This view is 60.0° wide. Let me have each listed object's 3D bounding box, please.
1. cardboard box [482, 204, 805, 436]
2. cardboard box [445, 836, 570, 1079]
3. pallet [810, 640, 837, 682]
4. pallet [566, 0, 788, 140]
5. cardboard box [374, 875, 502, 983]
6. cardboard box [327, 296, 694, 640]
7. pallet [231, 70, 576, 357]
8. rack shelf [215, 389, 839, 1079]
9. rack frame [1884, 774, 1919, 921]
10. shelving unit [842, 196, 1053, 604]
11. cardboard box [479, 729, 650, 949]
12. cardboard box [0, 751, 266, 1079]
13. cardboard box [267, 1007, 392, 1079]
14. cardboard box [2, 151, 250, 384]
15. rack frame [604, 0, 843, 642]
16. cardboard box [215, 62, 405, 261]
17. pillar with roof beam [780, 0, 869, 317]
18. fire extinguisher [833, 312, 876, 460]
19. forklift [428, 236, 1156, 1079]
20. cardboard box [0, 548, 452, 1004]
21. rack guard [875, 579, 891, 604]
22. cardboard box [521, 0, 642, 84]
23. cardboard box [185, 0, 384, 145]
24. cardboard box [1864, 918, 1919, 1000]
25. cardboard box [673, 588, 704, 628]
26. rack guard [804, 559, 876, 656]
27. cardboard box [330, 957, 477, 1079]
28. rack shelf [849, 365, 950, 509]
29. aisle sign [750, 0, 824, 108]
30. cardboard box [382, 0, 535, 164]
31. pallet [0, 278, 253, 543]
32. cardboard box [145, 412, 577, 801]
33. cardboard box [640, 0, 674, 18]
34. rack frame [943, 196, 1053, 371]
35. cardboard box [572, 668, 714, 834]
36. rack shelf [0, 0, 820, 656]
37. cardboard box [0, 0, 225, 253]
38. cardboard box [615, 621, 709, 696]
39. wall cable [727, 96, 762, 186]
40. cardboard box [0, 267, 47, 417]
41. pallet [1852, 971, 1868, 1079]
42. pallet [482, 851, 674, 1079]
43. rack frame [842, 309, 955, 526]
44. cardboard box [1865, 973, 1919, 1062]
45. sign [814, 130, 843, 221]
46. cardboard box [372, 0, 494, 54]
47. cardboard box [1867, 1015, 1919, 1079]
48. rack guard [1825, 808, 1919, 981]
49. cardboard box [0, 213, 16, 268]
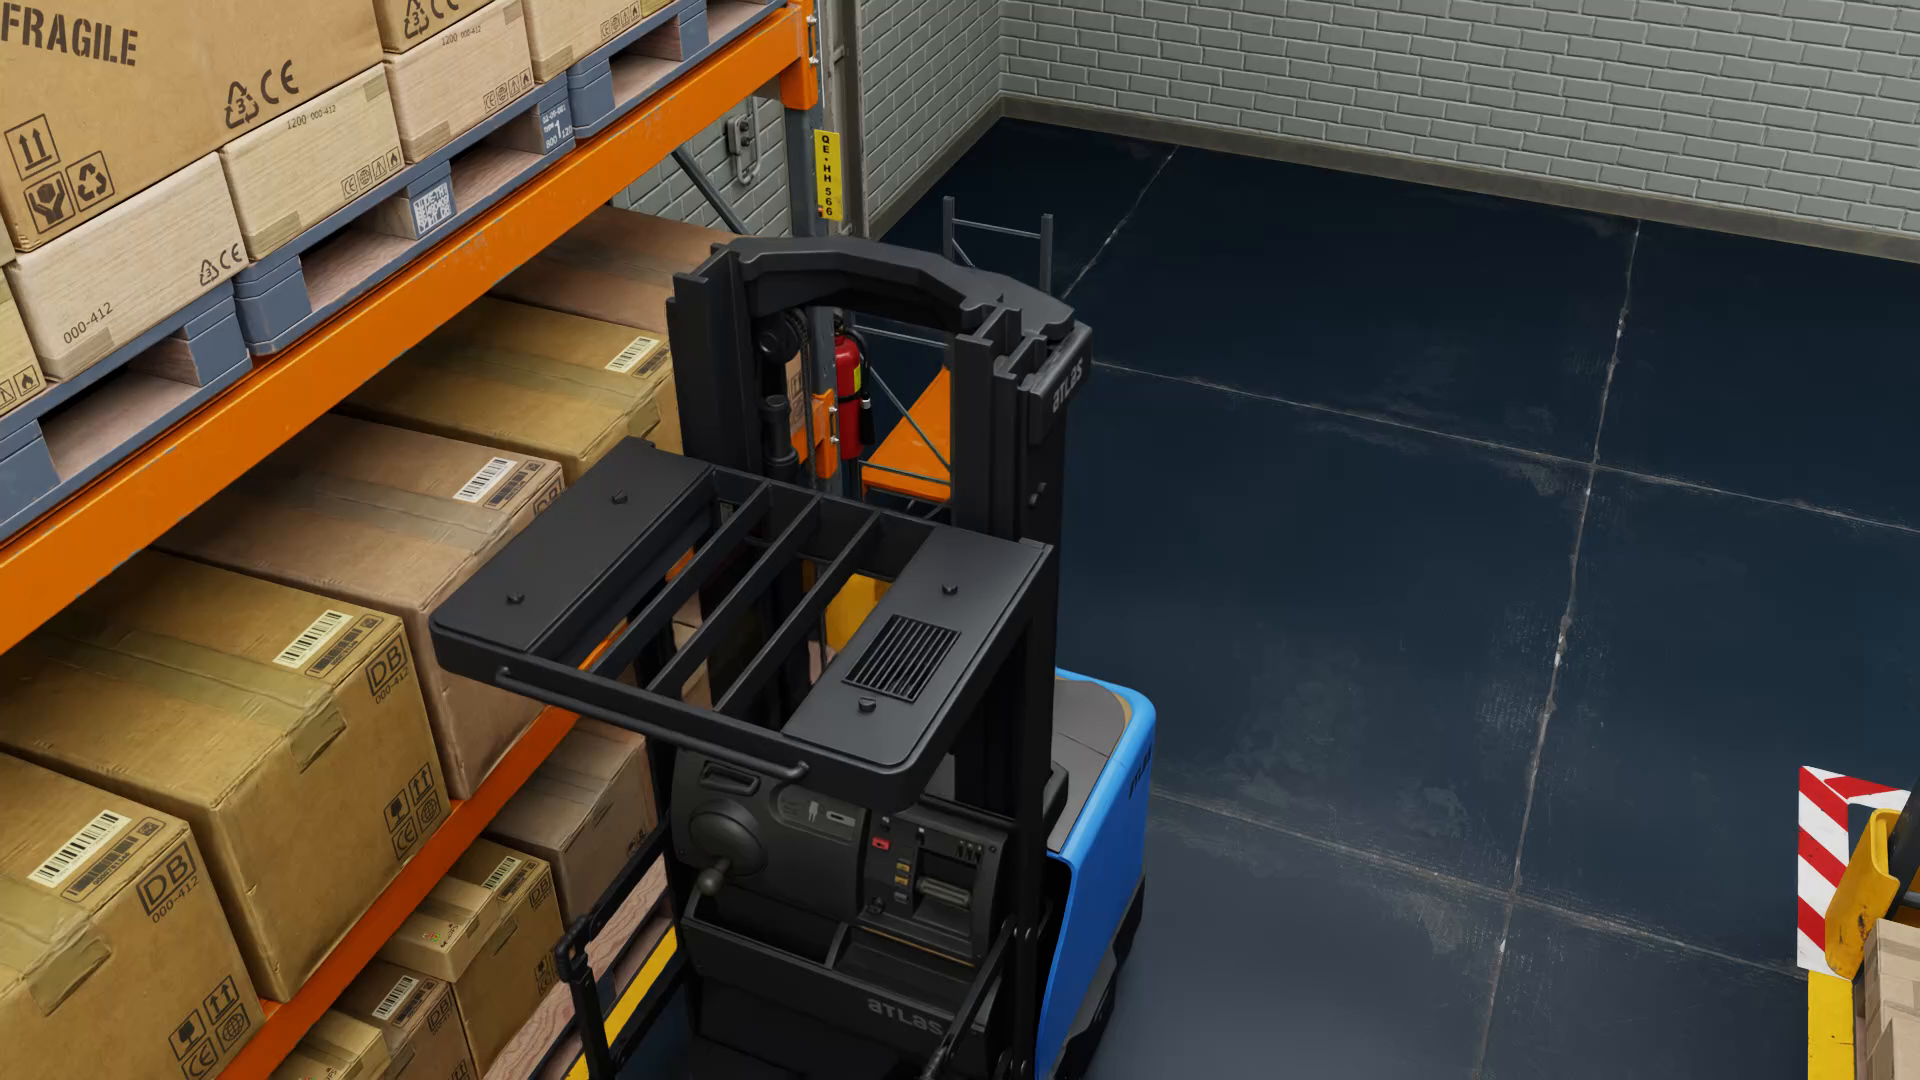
[{"bbox_3d":[-1.140,-0.671,5.892,0.980,0.700,0.700,16,40,20],"label":"cardboard box"},{"bbox_3d":[-1.706,1.260,5.295,0.700,0.500,0.500,15,39,19],"label":"cardboard box"},{"bbox_3d":[-1.187,0.742,6.581,1.003,0.211,1.213,14,39,18],"label":"pallet"},{"bbox_3d":[-1.227,-1.588,4.938,1.003,0.211,1.213,14,39,18],"label":"pallet"},{"bbox_3d":[-1.600,1.125,4.935,0.380,0.149,0.250,13,39,16],"label":"cardboard box"},{"bbox_3d":[-1.406,-0.266,5.349,0.980,0.700,0.700,14,39,17],"label":"cardboard box"},{"bbox_3d":[-1.690,-0.910,4.031,1.003,0.211,1.213,14,39,18],"label":"pallet"},{"bbox_3d":[-1.716,0.560,5.096,1.077,0.370,4.000,14,39,18],"label":"rack shelf"},{"bbox_3d":[3.628,0.291,4.855,1.000,3.000,0.127,14,39,18],"label":"rack frame"},{"bbox_3d":[-0.029,-0.559,7.245,0.587,1.500,1.083,14,39,18],"label":"shelving unit"},{"bbox_3d":[-1.510,0.964,5.693,0.700,0.500,0.500,13,39,16],"label":"cardboard box"},{"bbox_3d":[-2.255,0.962,3.706,0.980,0.700,0.700,14,39,18],"label":"cardboard box"},{"bbox_3d":[-1.798,1.414,4.549,0.380,0.149,0.250,15,39,19],"label":"cardboard box"},{"bbox_3d":[-1.763,-0.572,3.195,0.500,0.250,0.500,13,39,17],"label":"cardboard box"},{"bbox_3d":[-0.955,-0.835,6.362,1.000,3.000,0.127,14,39,18],"label":"rack frame"},{"bbox_3d":[-1.575,-0.858,3.577,0.500,0.250,0.500,13,39,17],"label":"cardboard box"},{"bbox_3d":[3.254,-3.950,5.518,9.100,9.000,0.400,14,39,18],"label":"pillar with roof beam"},{"bbox_3d":[-0.471,-0.634,6.468,0.296,0.674,0.183,14,39,18],"label":"fire extinguisher"},{"bbox_3d":[-0.415,0.871,4.136,1.130,2.935,3.031,15,39,19],"label":"forklift"},{"bbox_3d":[-1.972,0.559,4.245,0.980,0.700,0.700,13,39,17],"label":"cardboard box"},{"bbox_3d":[-0.218,0.218,7.250,0.587,0.250,0.087,14,39,18],"label":"rack guard"},{"bbox_3d":[-1.185,-1.431,4.344,0.500,0.250,0.500,12,39,16],"label":"cardboard box"},{"bbox_3d":[-1.573,-1.162,3.359,0.500,0.500,0.500,14,39,18],"label":"cardboard box"},{"bbox_3d":[3.151,1.410,5.372,0.380,0.149,0.250,14,39,18],"label":"cardboard box"},{"bbox_3d":[-1.009,0.261,6.091,0.380,0.149,0.250,13,39,17],"label":"cardboard box"},{"bbox_3d":[-0.946,0.152,7.128,1.175,0.500,0.348,14,39,18],"label":"rack guard"},{"bbox_3d":[-1.903,1.544,4.916,0.700,0.500,0.500,13,39,17],"label":"cardboard box"},{"bbox_3d":[-0.032,-0.409,7.345,0.538,0.185,1.000,14,39,18],"label":"rack shelf"},{"bbox_3d":[-0.650,-1.848,5.546,0.394,0.787,0.004,14,39,18],"label":"aisle sign"},{"bbox_3d":[-1.378,-1.142,3.957,0.500,0.250,0.500,13,39,16],"label":"cardboard box"},{"bbox_3d":[-2.156,-0.237,3.131,1.003,0.211,1.213,14,39,18],"label":"pallet"},{"bbox_3d":[-1.705,0.154,4.787,0.980,0.700,0.700,12,38,16],"label":"cardboard box"},{"bbox_3d":[-0.988,-1.719,4.730,0.500,0.250,0.500,15,39,19],"label":"cardboard box"},{"bbox_3d":[0.161,-0.835,7.614,0.500,1.500,0.032,14,39,18],"label":"rack frame"},{"bbox_3d":[-1.319,0.685,6.065,0.700,0.500,0.500,14,39,18],"label":"cardboard box"},{"bbox_3d":[-1.716,-0.641,4.198,1.077,0.370,4.000,14,39,18],"label":"rack shelf"},{"bbox_3d":[-1.756,-0.888,2.991,0.500,0.500,0.500,13,39,17],"label":"cardboard box"},{"bbox_3d":[-1.106,0.402,5.902,0.380,0.149,0.250,15,39,19],"label":"cardboard box"},{"bbox_3d":[-1.342,-2.167,7.295,0.084,1.984,1.851,14,39,18],"label":"wall cable"},{"bbox_3d":[-1.970,-0.293,2.822,0.500,0.250,0.500,14,39,18],"label":"cardboard box"},{"bbox_3d":[3.296,1.892,5.043,1.003,0.211,1.213,14,39,18],"label":"pallet"},{"bbox_3d":[-1.652,1.415,5.681,1.003,0.211,1.213,14,39,18],"label":"pallet"},{"bbox_3d":[-0.226,-0.272,6.861,0.500,1.500,0.032,14,39,18],"label":"rack frame"},{"bbox_3d":[3.055,1.541,5.181,0.380,0.166,0.250,14,39,18],"label":"cardboard box"},{"bbox_3d":[-0.458,-1.263,5.769,0.100,0.325,0.005,14,39,18],"label":"sign"},{"bbox_3d":[-1.372,-1.453,3.747,0.500,0.500,0.500,12,38,16],"label":"cardboard box"},{"bbox_3d":[2.968,1.729,4.860,0.500,0.250,0.500,14,39,18],"label":"cardboard box"},{"bbox_3d":[3.599,1.334,5.547,1.175,0.500,0.348,14,39,18],"label":"rack guard"},{"bbox_3d":[-1.946,-0.602,2.609,0.500,0.500,0.500,13,39,17],"label":"cardboard box"}]
